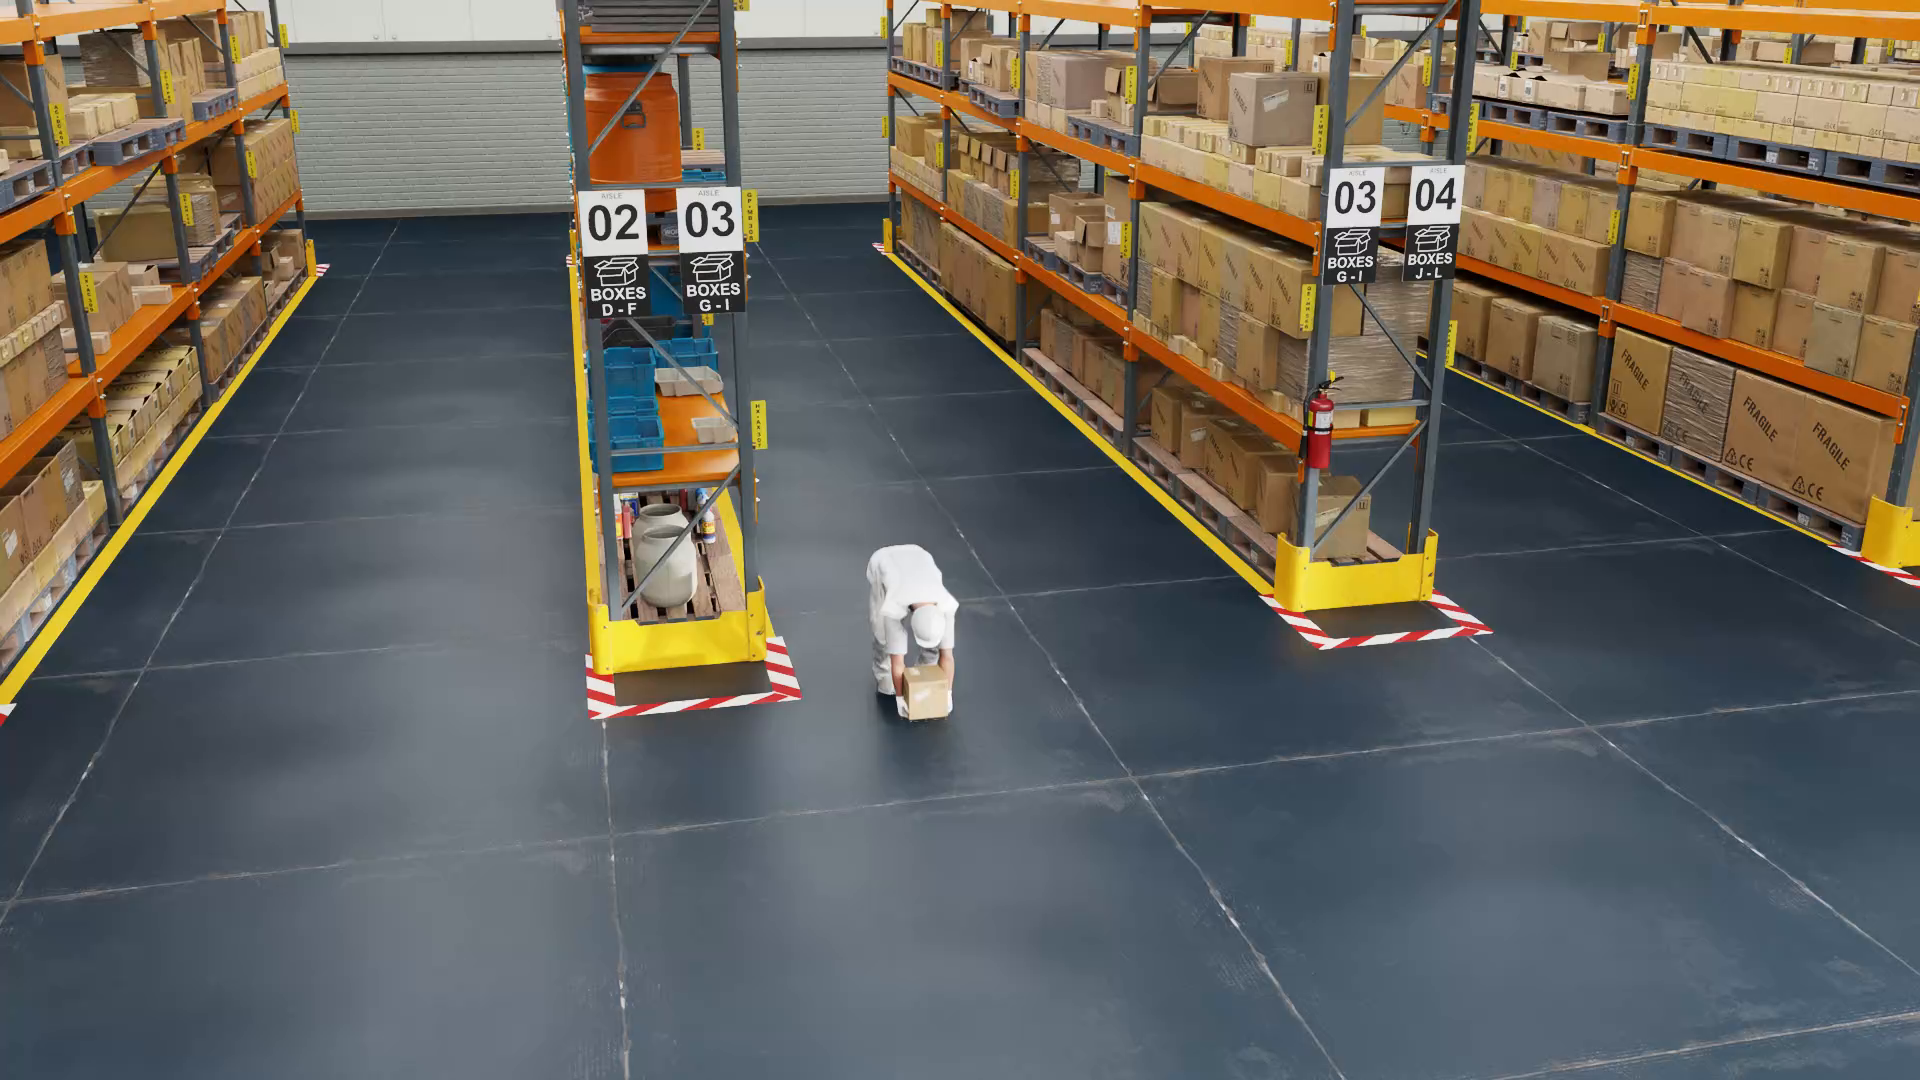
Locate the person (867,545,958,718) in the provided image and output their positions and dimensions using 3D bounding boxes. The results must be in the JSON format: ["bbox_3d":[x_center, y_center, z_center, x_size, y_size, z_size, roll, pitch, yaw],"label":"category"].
[{"bbox_3d":[-0.298,0.566,10.665,0.529,0.960,0.979,-5,20,-15],"label":"person"}]
